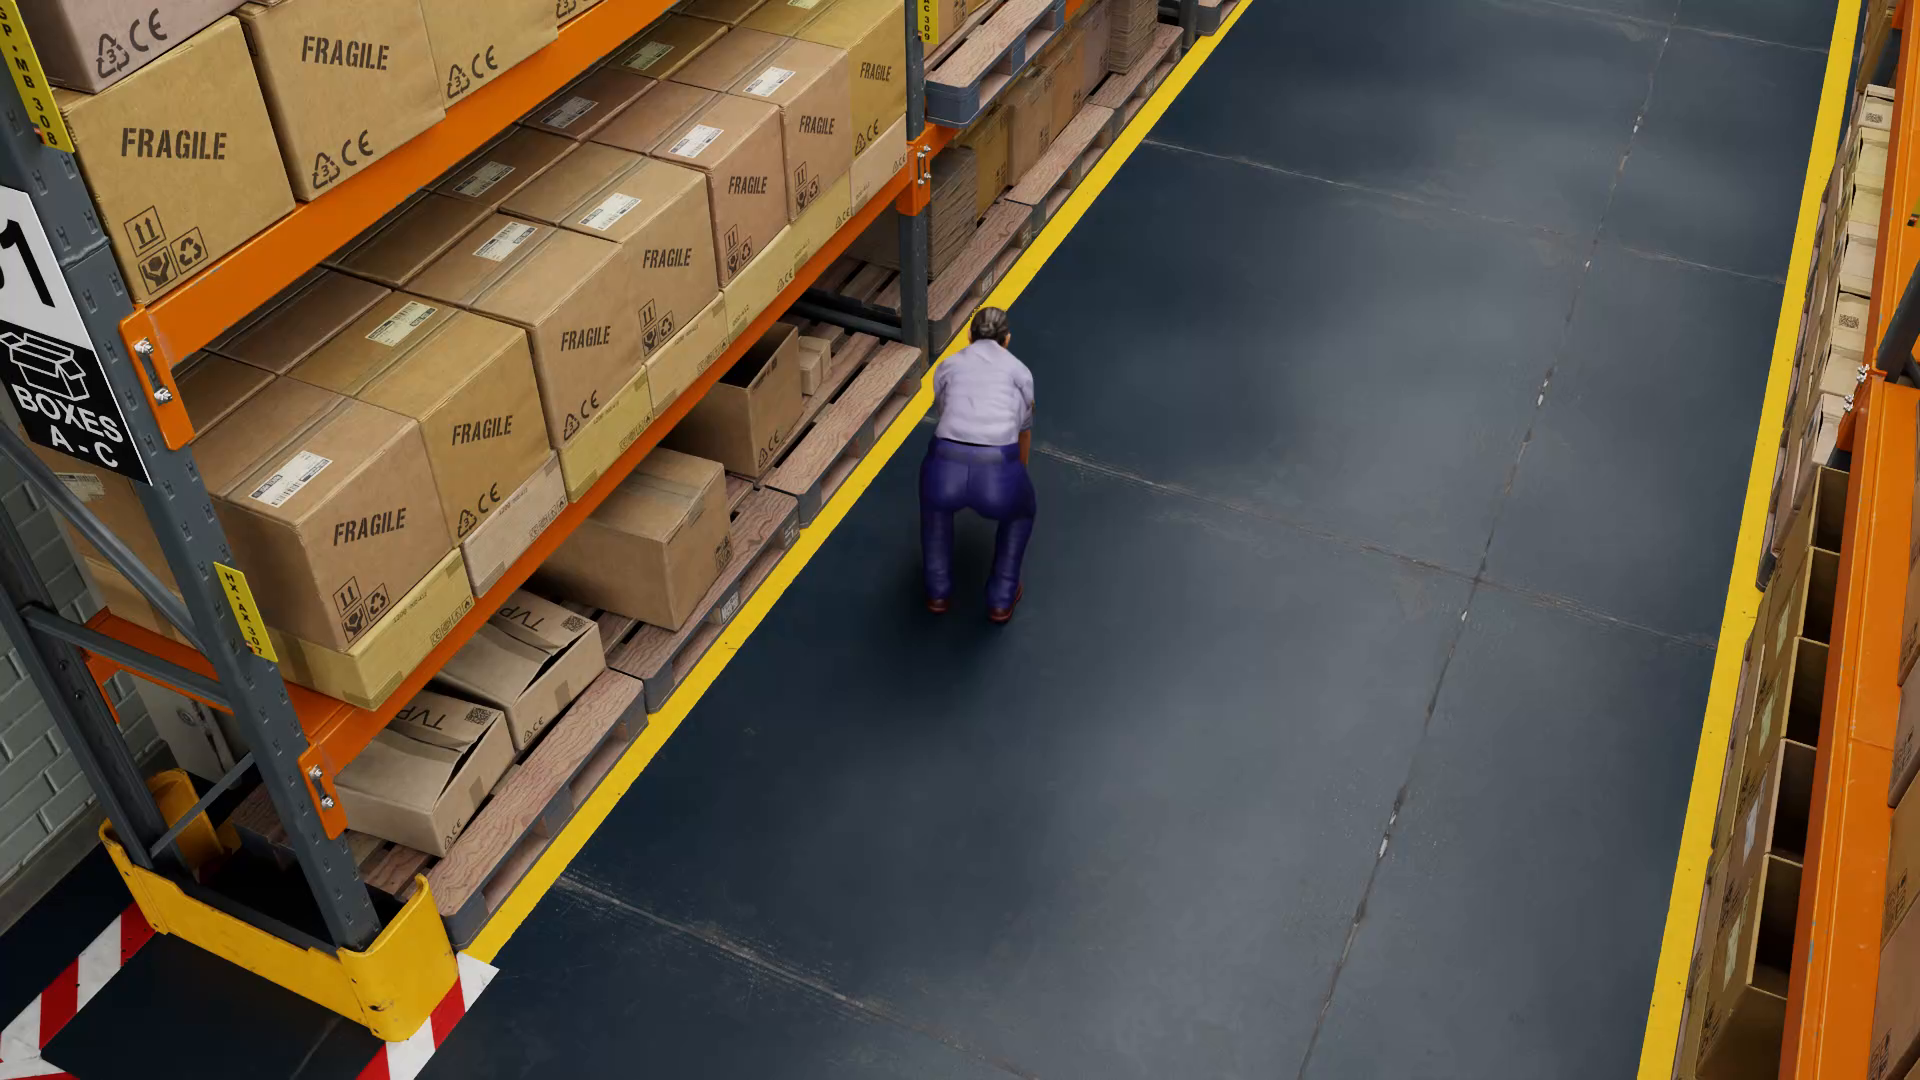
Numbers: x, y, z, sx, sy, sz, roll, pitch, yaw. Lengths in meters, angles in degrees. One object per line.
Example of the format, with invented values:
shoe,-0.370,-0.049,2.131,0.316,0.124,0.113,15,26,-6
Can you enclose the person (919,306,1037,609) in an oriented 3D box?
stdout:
person,0.083,-0.313,6.857,0.495,1.061,0.877,6,43,6
